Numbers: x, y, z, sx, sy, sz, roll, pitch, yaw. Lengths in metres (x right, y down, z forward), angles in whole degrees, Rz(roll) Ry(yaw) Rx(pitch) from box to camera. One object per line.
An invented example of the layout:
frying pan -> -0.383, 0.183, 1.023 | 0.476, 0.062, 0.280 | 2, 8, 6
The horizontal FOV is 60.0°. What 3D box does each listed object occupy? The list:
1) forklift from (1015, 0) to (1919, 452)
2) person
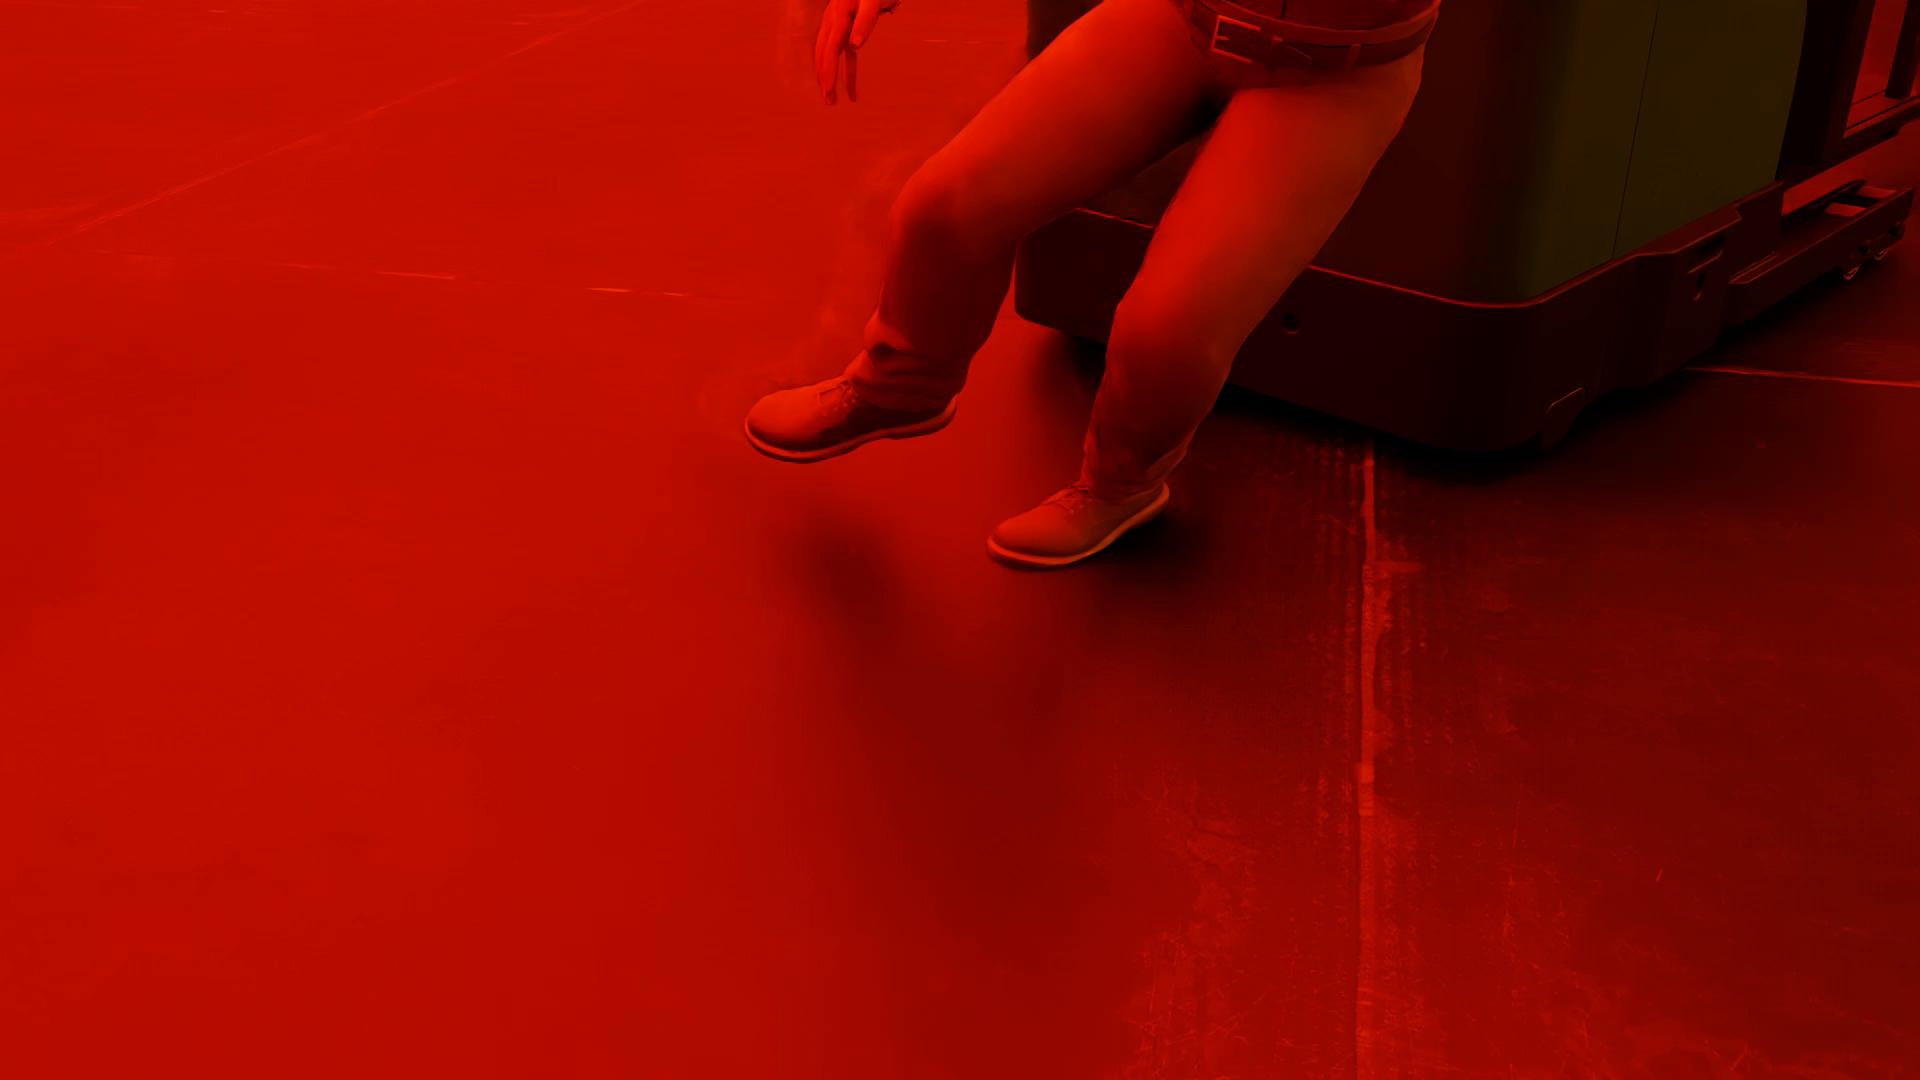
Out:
forklift -> 1.492, -2.016, 3.242 | 1.130, 2.935, 3.031 | 24, 35, 38
person -> 0.162, -0.558, 1.989 | 1.188, 1.493, 0.935 | 11, 29, 21
